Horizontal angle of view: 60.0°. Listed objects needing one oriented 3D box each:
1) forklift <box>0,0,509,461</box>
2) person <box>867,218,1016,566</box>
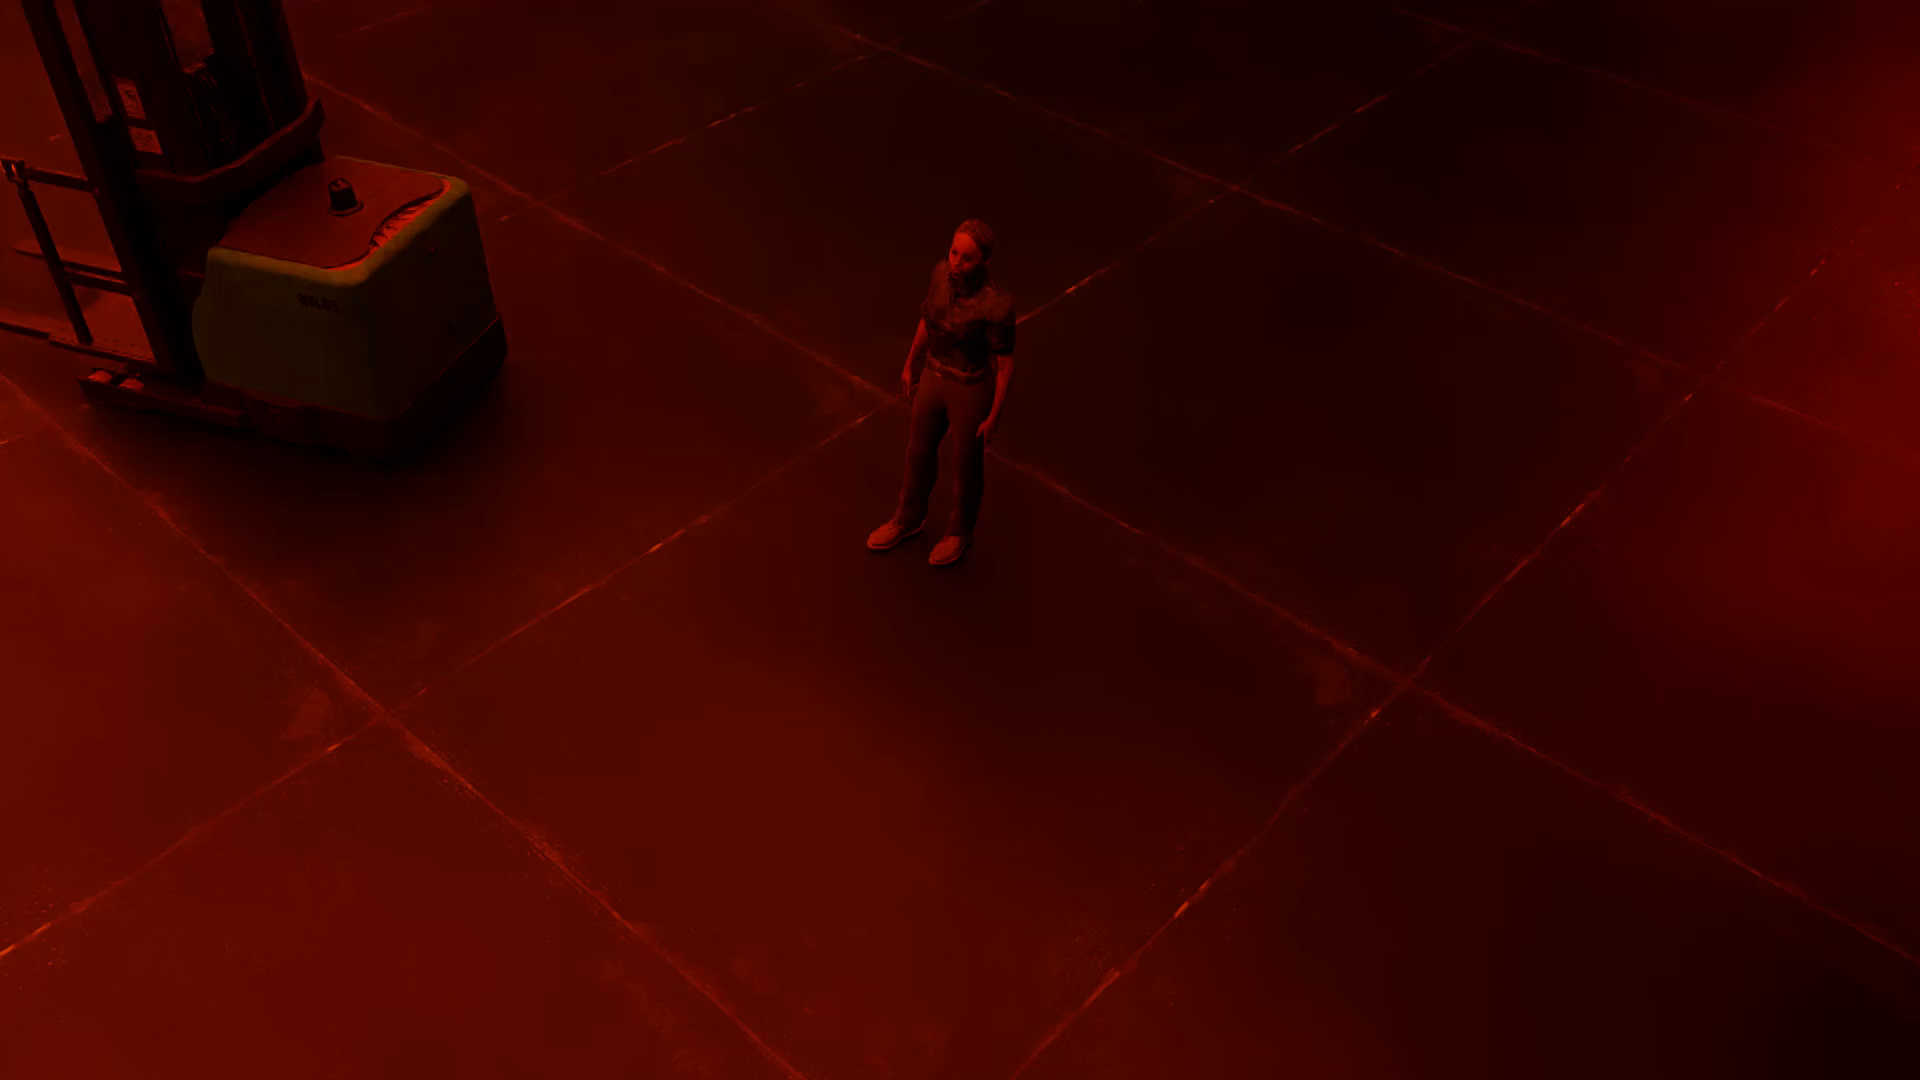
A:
[{"bbox_3d":[-3.938,-2.078,7.850,3.031,2.935,1.130,13,42,15],"label":"forklift"},{"bbox_3d":[-0.074,-0.600,7.097,0.570,1.654,0.503,31,49,31],"label":"person"}]
